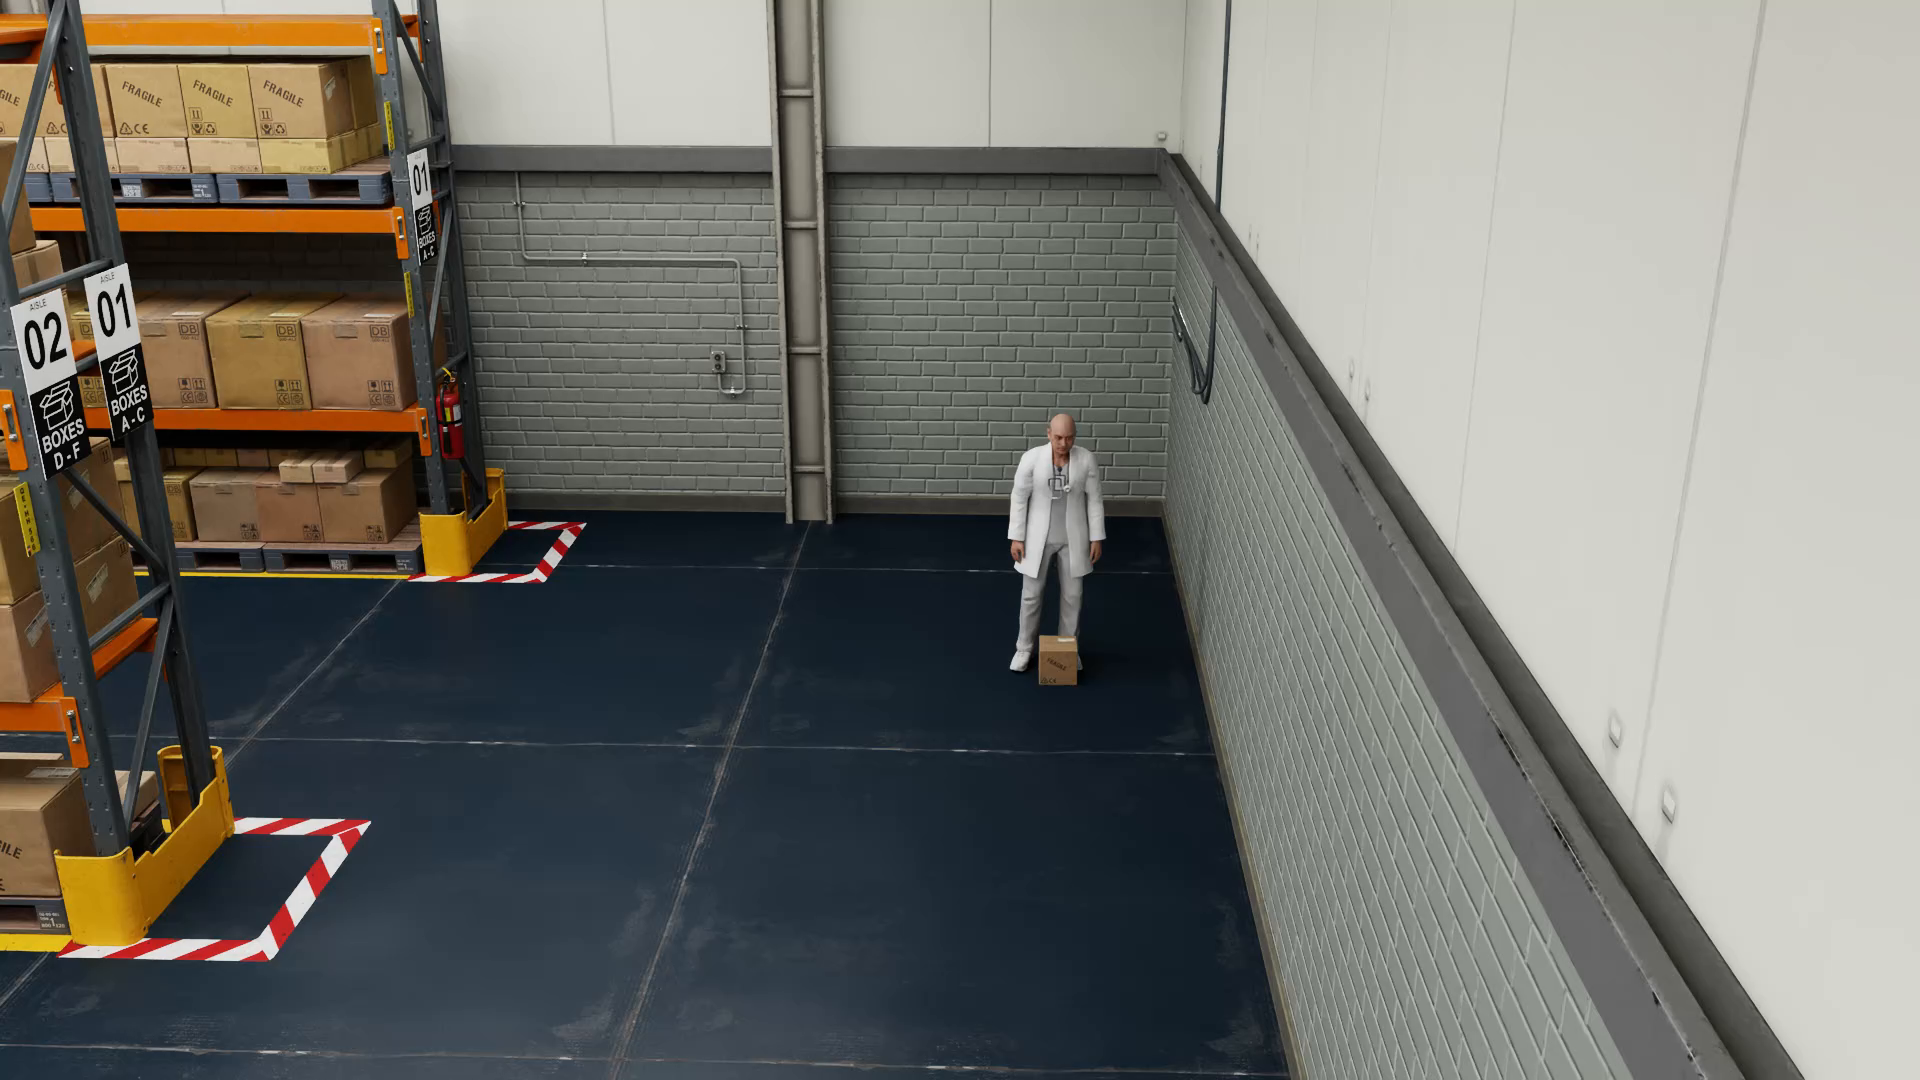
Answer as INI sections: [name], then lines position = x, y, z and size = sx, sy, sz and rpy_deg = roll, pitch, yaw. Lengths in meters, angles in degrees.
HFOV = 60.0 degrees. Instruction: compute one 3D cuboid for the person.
[person]
position = 0.645, 0.005, 11.085
size = 0.655, 1.775, 0.422
rpy_deg = 0, 20, -1
